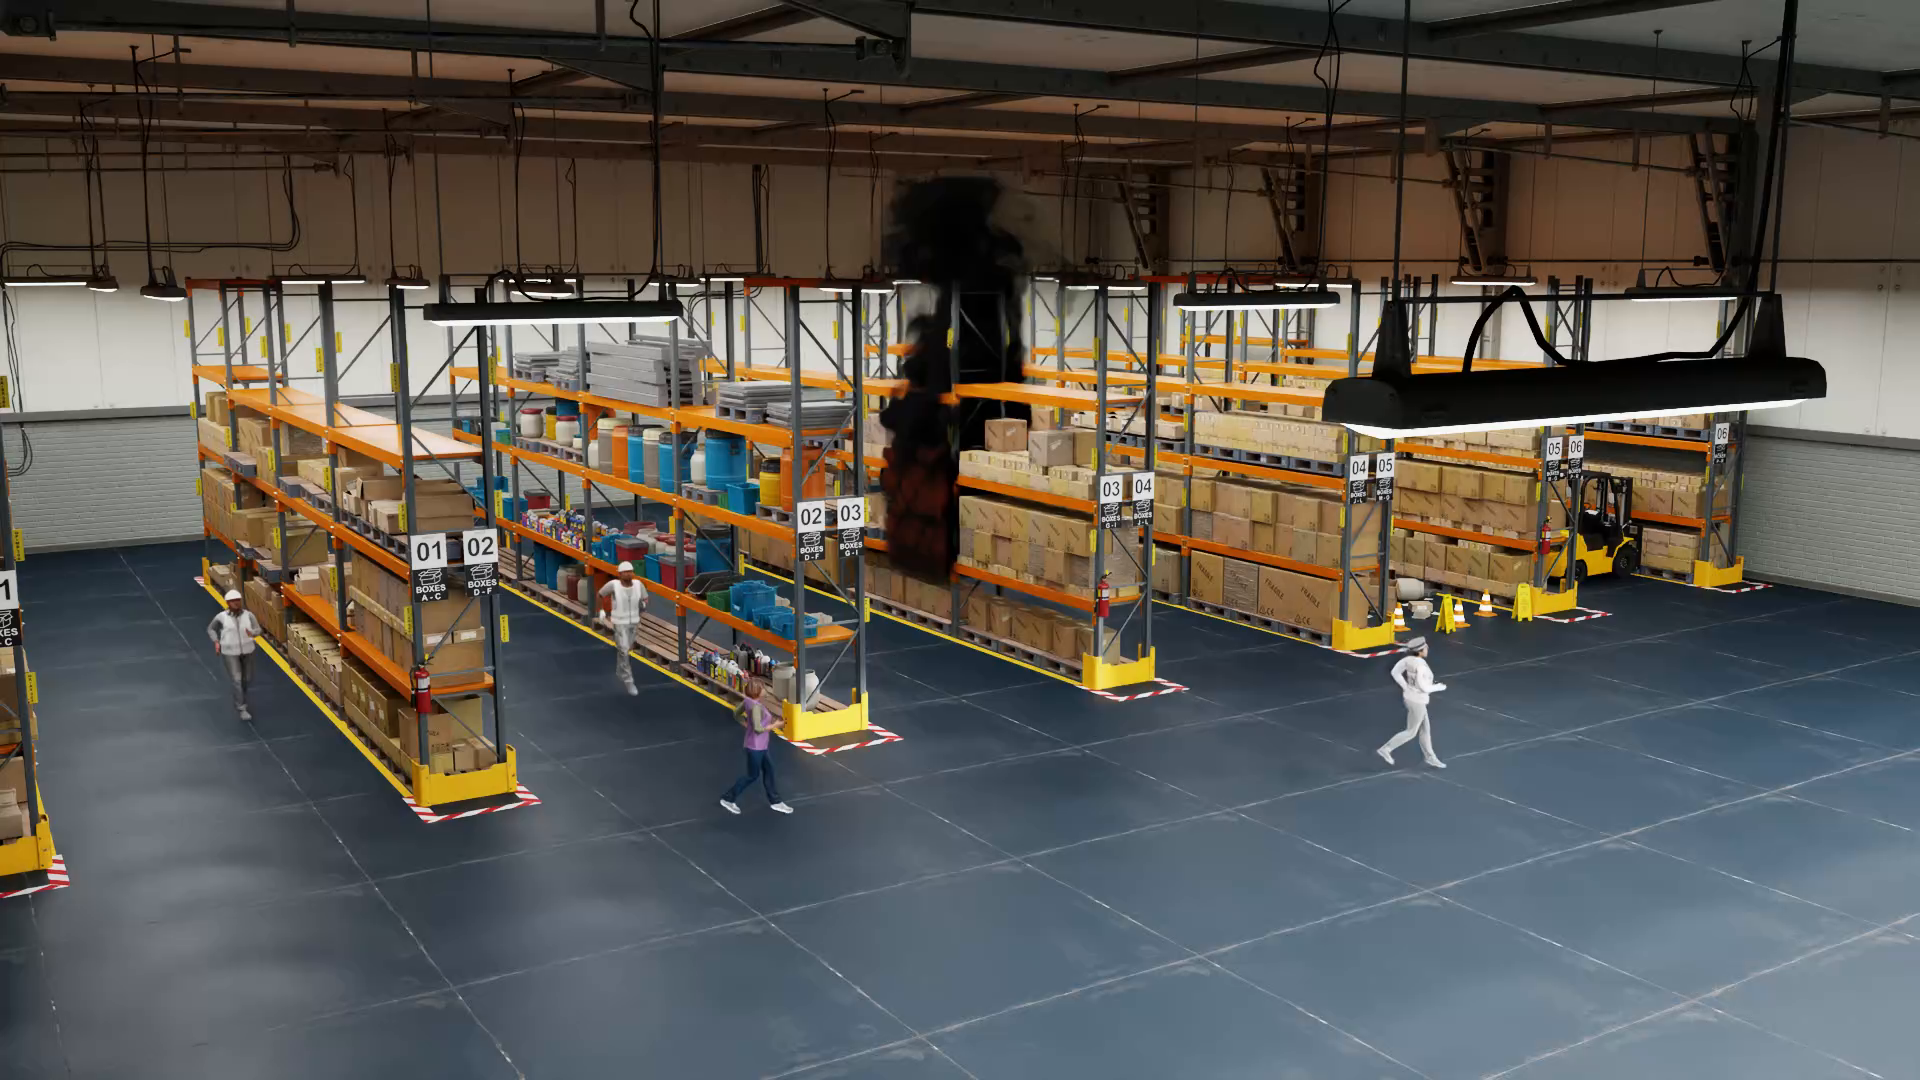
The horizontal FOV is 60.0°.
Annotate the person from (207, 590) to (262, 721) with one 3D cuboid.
[{"bbox_3d":[-10.089,1.568,23.226,0.656,1.758,0.969,-8,12,-39],"label":"person"}]

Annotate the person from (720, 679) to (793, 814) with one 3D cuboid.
[{"bbox_3d":[-2.332,2.370,18.958,0.838,1.607,0.515,-2,10,-10],"label":"person"}]

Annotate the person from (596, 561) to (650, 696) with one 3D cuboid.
[{"bbox_3d":[-4.736,1.229,23.621,0.661,1.882,0.839,-8,13,-40],"label":"person"}]

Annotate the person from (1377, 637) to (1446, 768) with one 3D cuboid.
[{"bbox_3d":[5.665,2.042,20.739,0.923,1.712,0.613,-1,10,-4],"label":"person"}]
